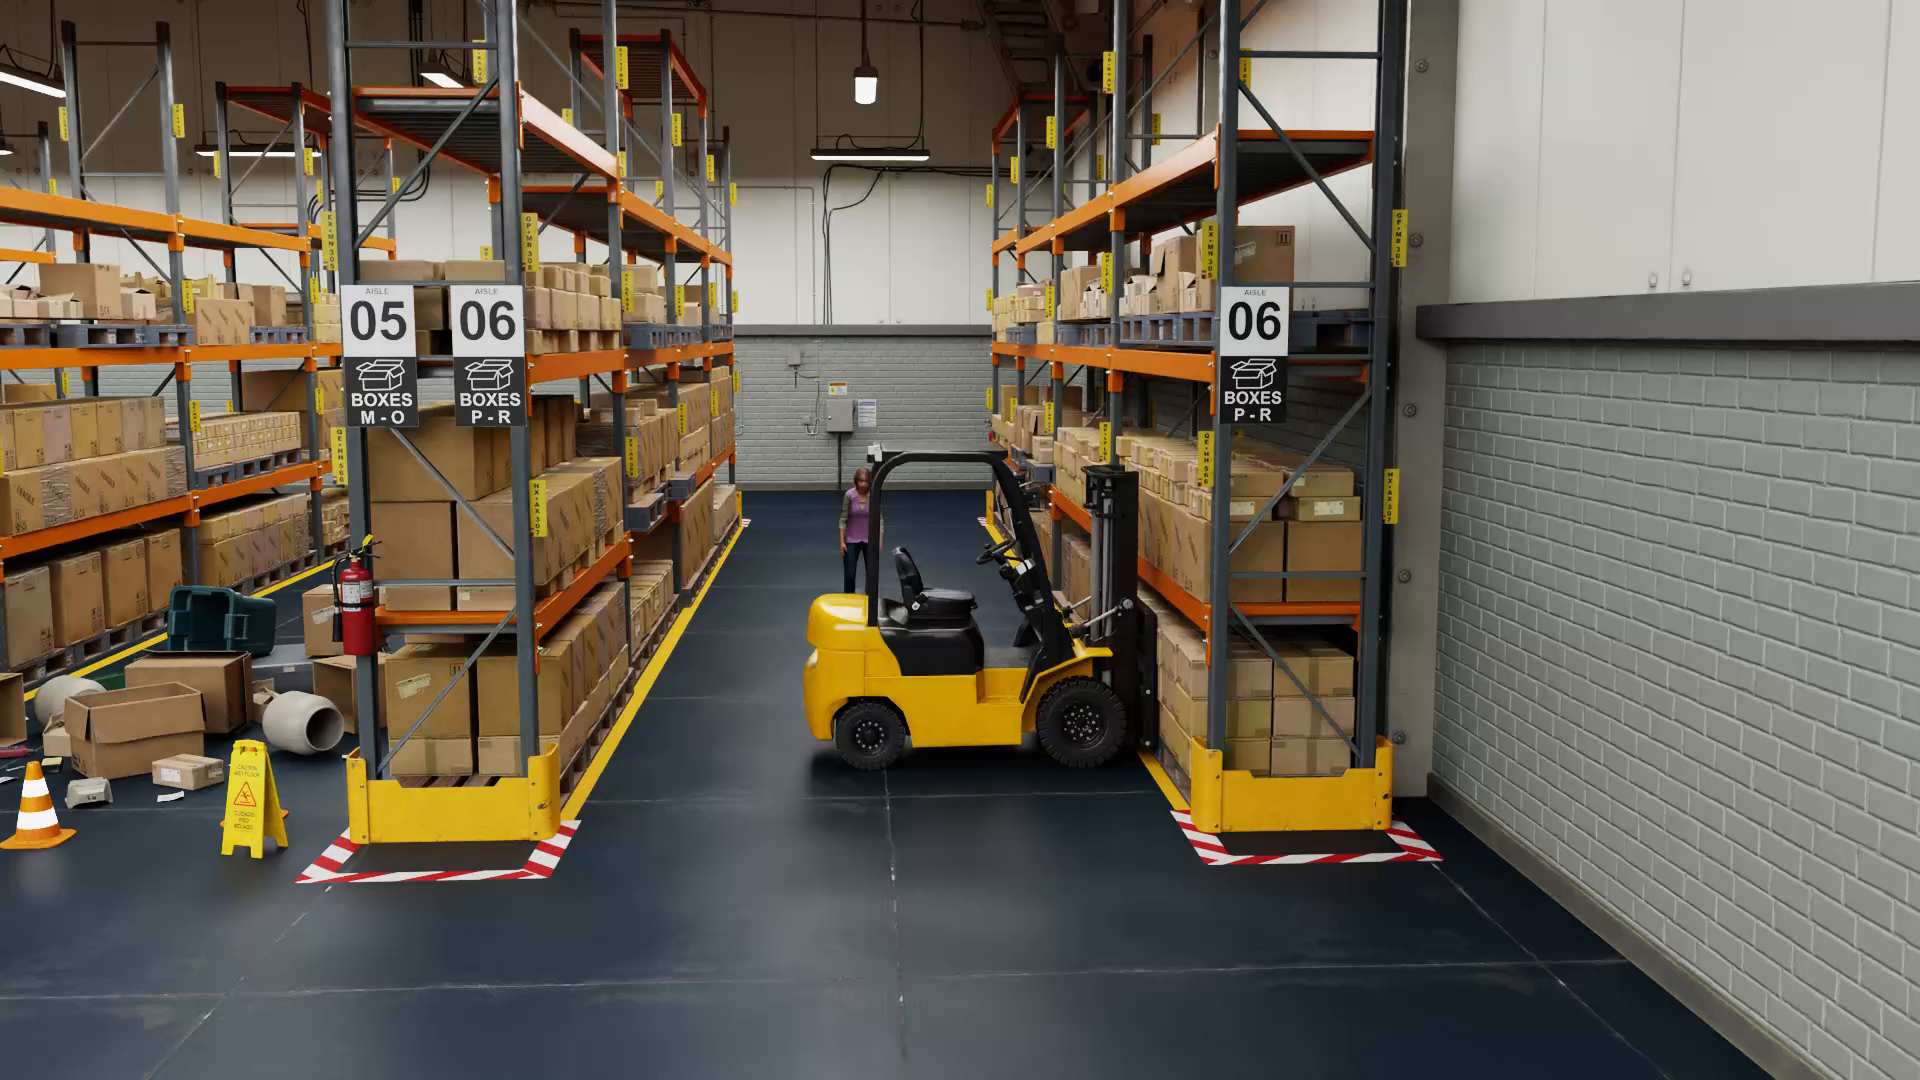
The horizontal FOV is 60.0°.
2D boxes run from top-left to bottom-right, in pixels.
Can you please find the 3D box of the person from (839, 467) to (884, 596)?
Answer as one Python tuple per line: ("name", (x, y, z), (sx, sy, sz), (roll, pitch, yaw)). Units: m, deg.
("person", (-1.001, 0.052, 16.889), (0.467, 1.590, 0.346), (-1, 7, -6))
